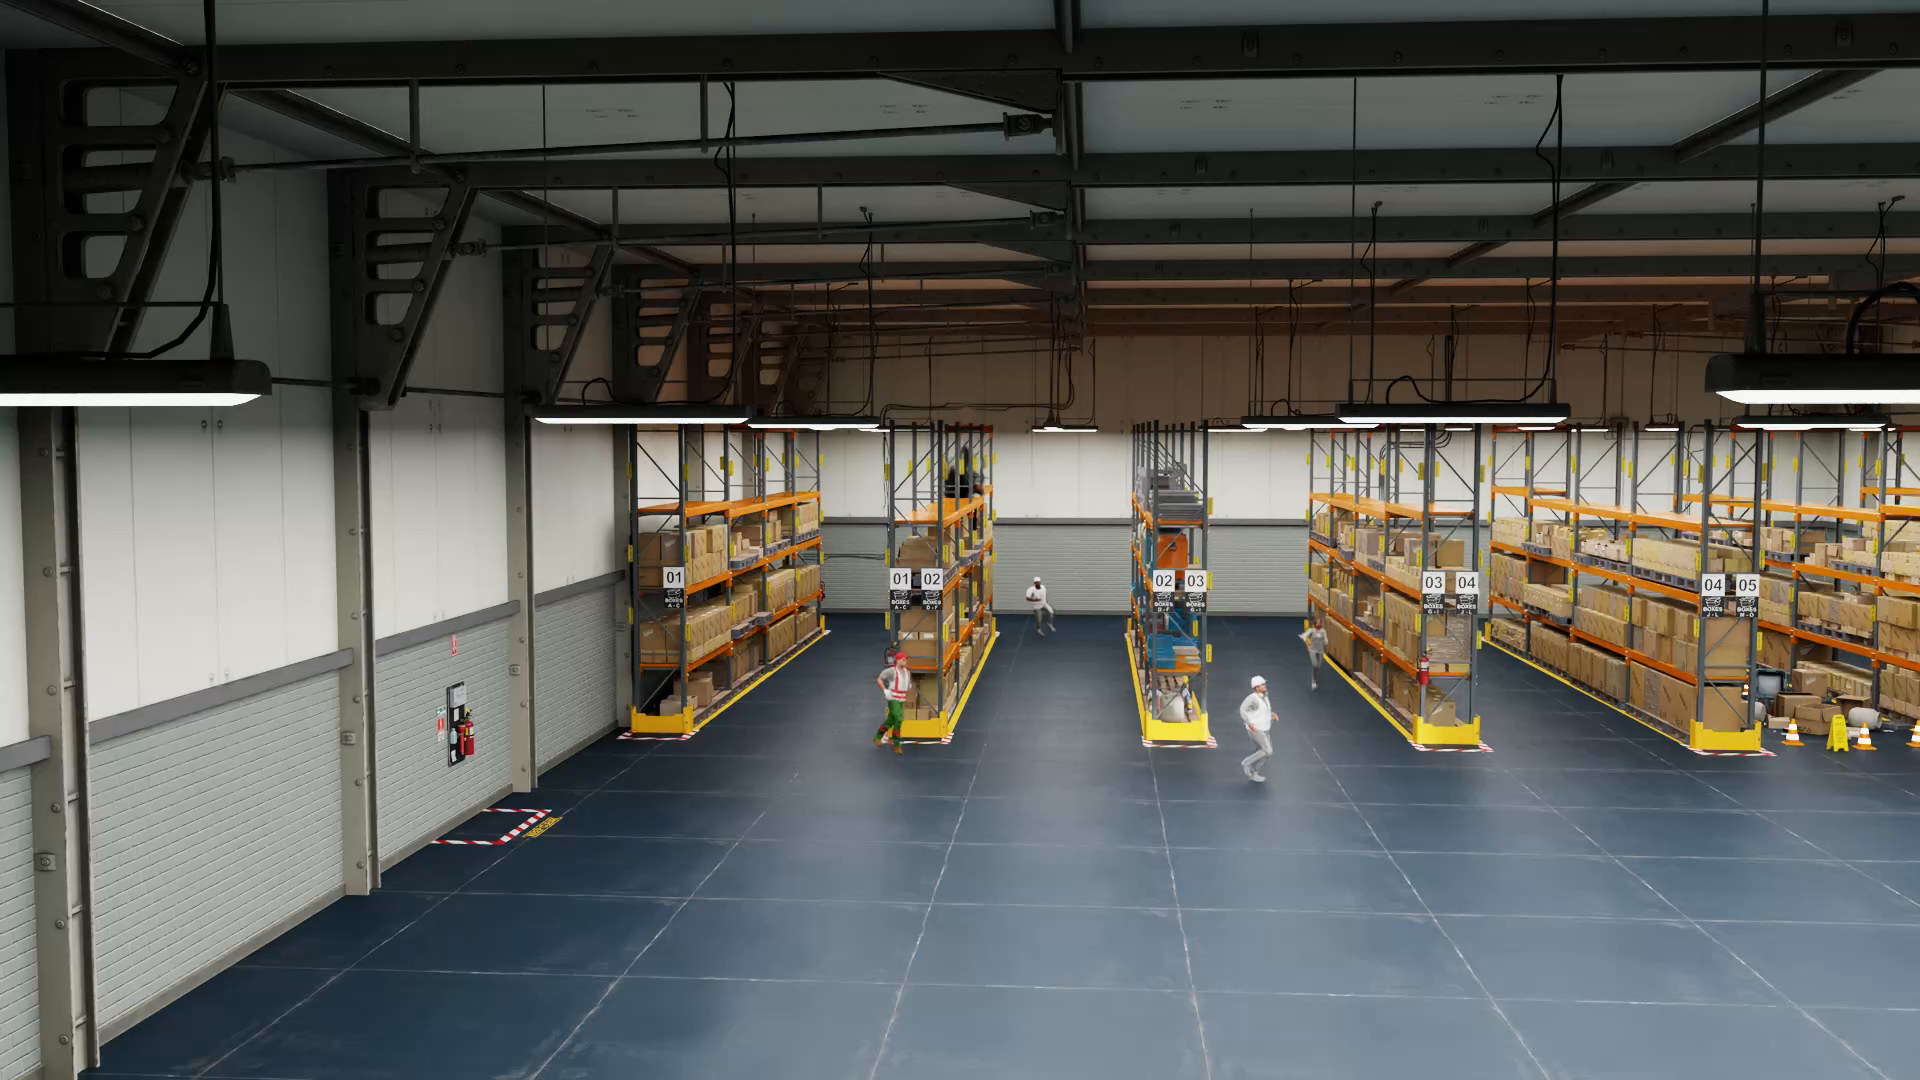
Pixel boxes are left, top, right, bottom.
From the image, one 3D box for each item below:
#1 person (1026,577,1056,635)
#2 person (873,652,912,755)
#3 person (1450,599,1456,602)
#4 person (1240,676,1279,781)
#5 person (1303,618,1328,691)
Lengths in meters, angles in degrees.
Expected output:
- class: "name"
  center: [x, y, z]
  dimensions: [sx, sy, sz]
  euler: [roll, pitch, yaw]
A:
- class: "person"
  center: [2.207, 1.862, 46.799]
  dimensions: [0.757, 1.687, 0.908]
  euler: [-1, 4, -19]
- class: "person"
  center: [-1.178, 2.933, 30.230]
  dimensions: [0.836, 1.806, 0.696]
  euler: [3, 5, 37]
- class: "person"
  center: [13.870, 1.955, 47.313]
  dimensions: [0.750, 1.633, 0.758]
  euler: [-1, 4, -12]
- class: "person"
  center: [4.958, 3.115, 27.396]
  dimensions: [0.542, 1.743, 0.703]
  euler: [3, 5, 37]
- class: "person"
  center: [8.022, 2.562, 37.407]
  dimensions: [0.515, 1.631, 0.704]
  euler: [0, 4, -6]
